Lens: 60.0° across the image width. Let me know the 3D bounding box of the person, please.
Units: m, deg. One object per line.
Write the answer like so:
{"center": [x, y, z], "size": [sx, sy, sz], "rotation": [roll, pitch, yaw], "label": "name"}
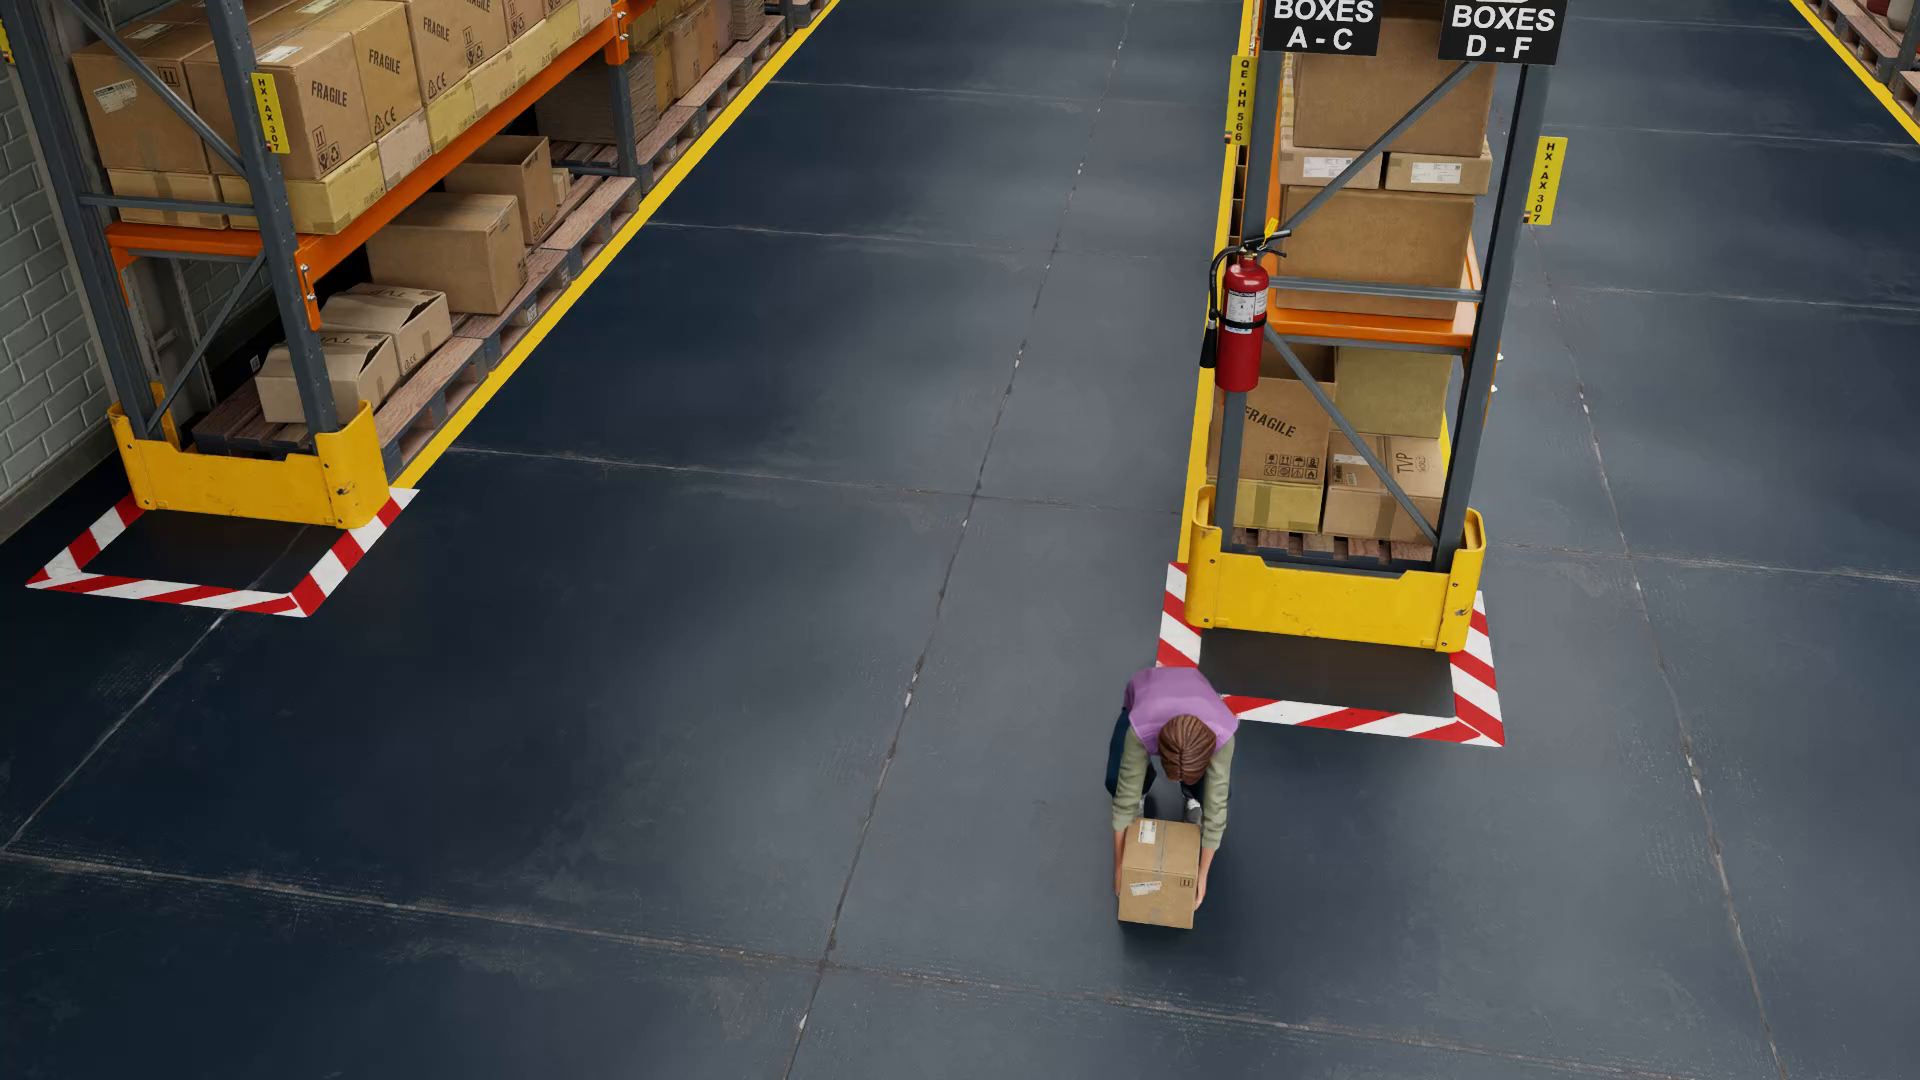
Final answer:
{"center": [0.734, 0.750, 5.783], "size": [0.437, 0.769, 0.808], "rotation": [5, 33, 8], "label": "person"}
